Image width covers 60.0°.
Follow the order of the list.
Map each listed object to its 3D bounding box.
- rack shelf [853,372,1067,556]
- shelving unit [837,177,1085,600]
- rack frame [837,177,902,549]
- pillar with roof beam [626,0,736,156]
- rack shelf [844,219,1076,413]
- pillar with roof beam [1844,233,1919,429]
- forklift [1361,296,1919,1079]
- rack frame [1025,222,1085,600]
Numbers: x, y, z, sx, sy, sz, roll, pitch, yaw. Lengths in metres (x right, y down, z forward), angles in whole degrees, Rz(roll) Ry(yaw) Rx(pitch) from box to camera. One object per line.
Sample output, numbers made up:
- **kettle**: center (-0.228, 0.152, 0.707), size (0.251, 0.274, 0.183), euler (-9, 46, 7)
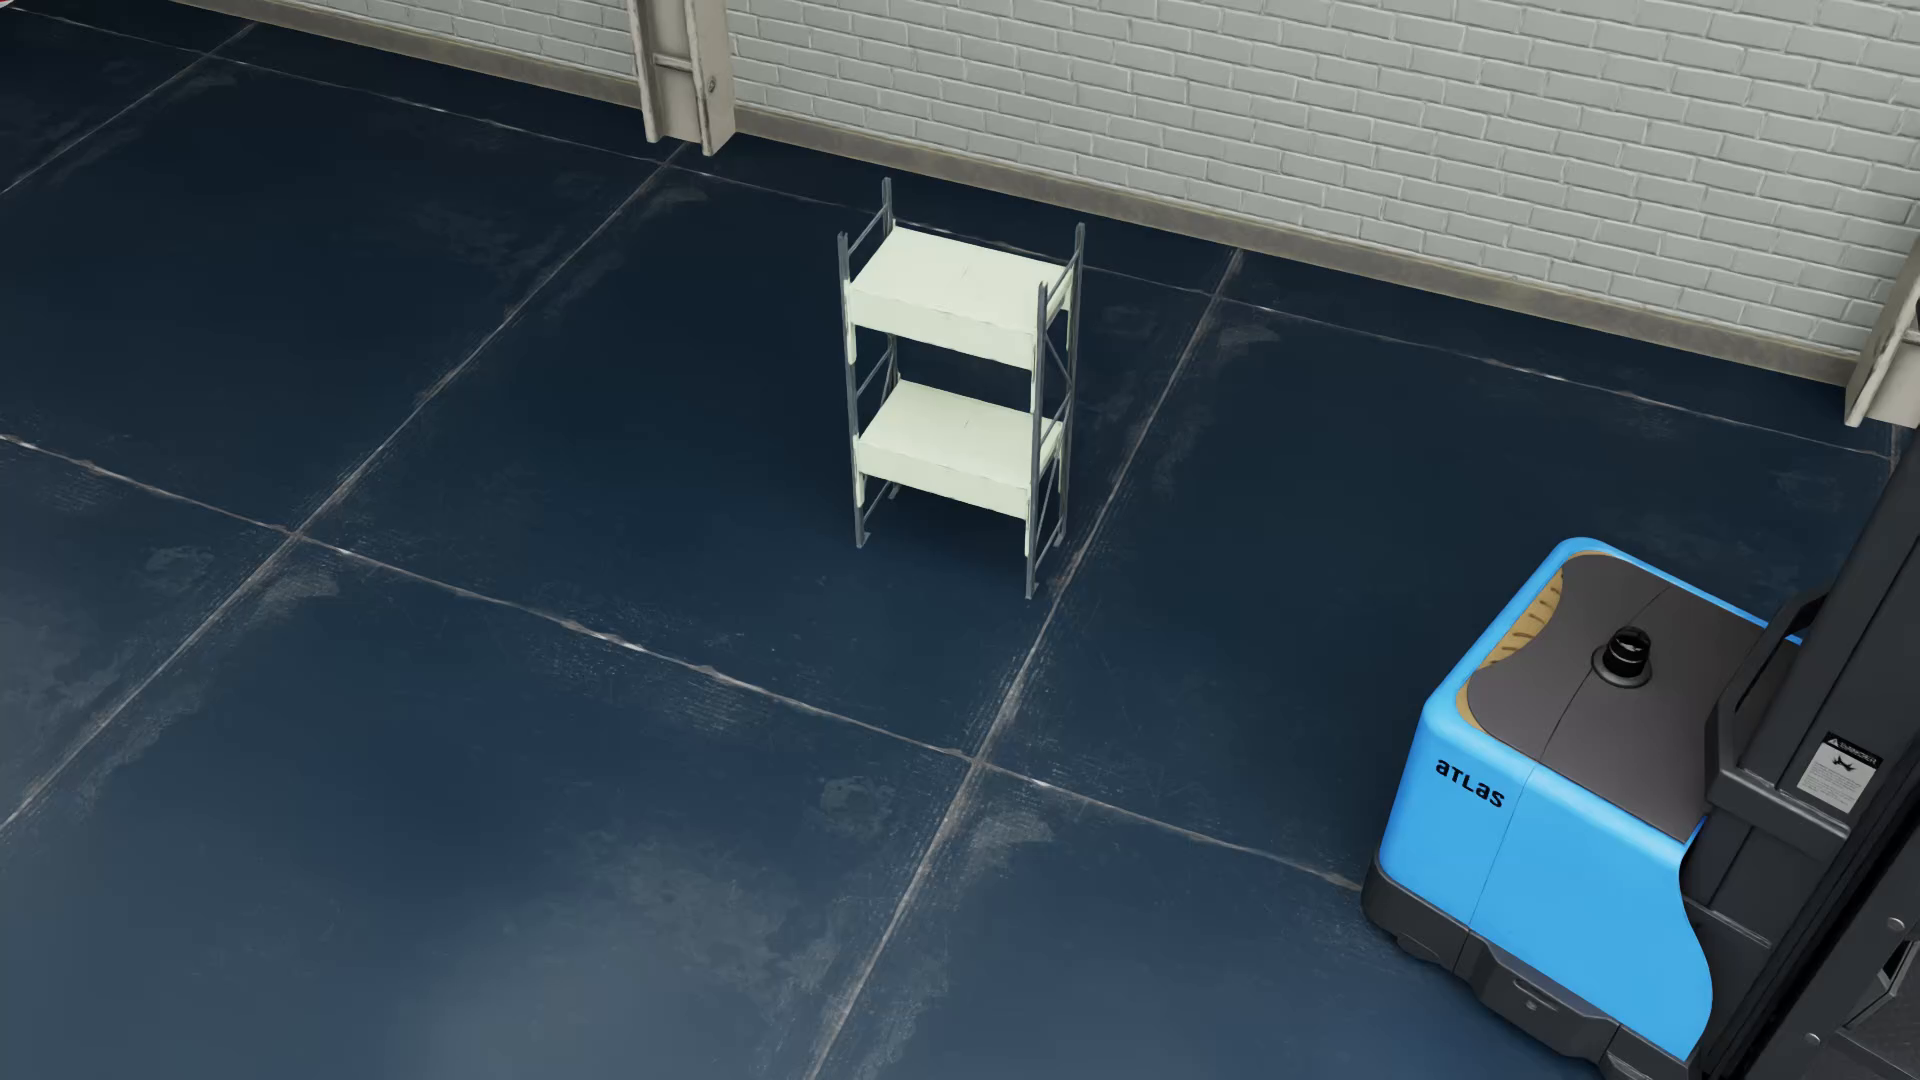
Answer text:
- **rack shelf**: center (0.006, -0.299, 6.449), size (0.720, 0.370, 0.431), euler (16, 47, 16)
- **shelving unit**: center (0.006, -0.530, 6.219), size (0.755, 1.500, 0.431), euler (16, 47, 16)
- **rack frame**: center (-0.332, -0.629, 6.319), size (0.023, 1.500, 0.400), euler (16, 47, 16)
- **pillar with roof beam**: center (-3.094, -2.567, 2.950), size (0.400, 9.000, 9.100), euler (16, 47, 16)
- **rack shelf**: center (0.006, -0.807, 5.944), size (0.720, 0.370, 0.431), euler (16, 47, 16)
- **pillar with roof beam**: center (2.443, -0.938, 1.313), size (0.400, 9.000, 9.100), euler (16, 47, 16)
- **forklift**: center (2.766, 0.620, 4.049), size (3.031, 2.935, 1.130), euler (31, 53, 27)
- **rack frame**: center (0.344, -0.430, 6.119), size (0.023, 1.500, 0.400), euler (16, 47, 16)
